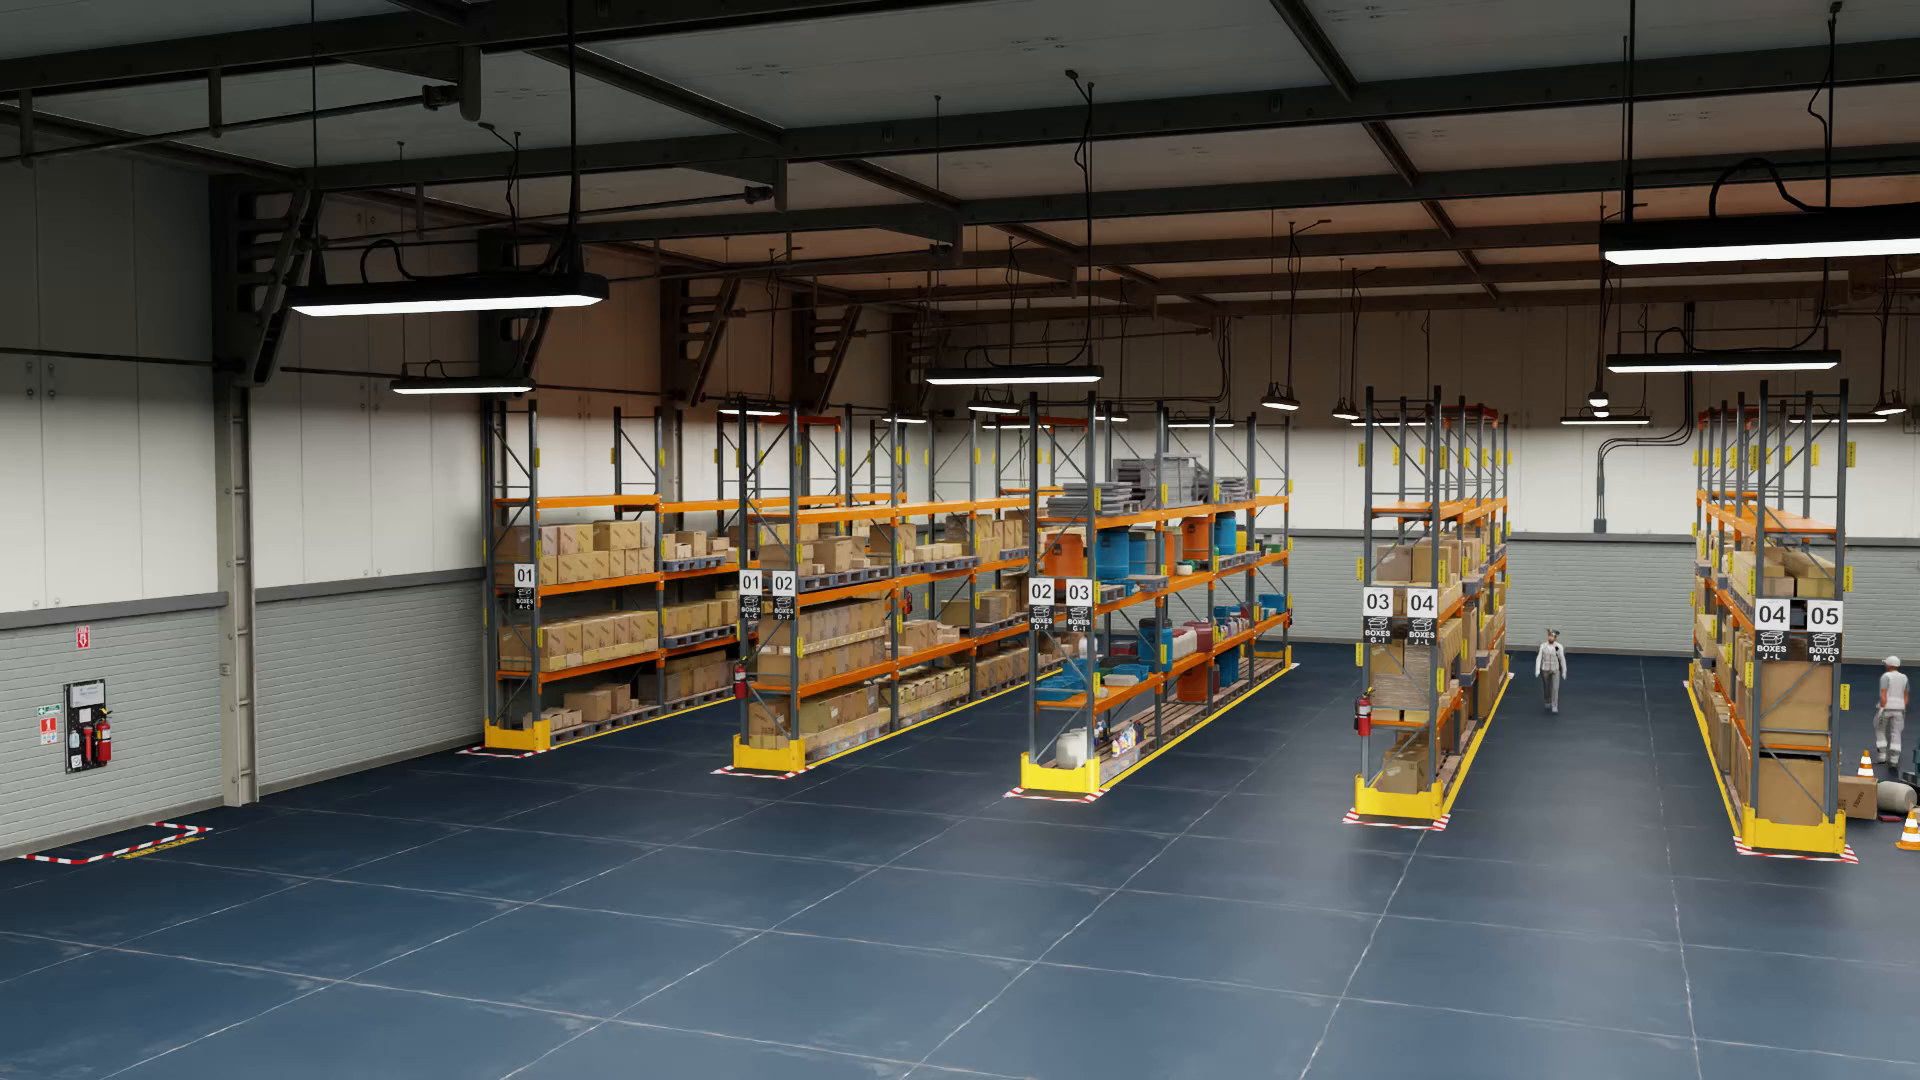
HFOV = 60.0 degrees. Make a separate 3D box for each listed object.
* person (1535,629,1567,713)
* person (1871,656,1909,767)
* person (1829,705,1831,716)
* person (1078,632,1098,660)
[{"bbox_3d":[11.621,2.552,32.689,0.576,1.621,1.039,1,3,20],"label":"person"},{"bbox_3d":[15.130,2.799,26.958,0.503,1.825,0.548,1,3,15],"label":"person"},{"bbox_3d":[16.592,2.563,32.092,0.579,1.723,0.565,1,3,21],"label":"person"},{"bbox_3d":[2.553,2.507,33.585,0.462,1.633,0.946,2,3,35],"label":"person"}]
